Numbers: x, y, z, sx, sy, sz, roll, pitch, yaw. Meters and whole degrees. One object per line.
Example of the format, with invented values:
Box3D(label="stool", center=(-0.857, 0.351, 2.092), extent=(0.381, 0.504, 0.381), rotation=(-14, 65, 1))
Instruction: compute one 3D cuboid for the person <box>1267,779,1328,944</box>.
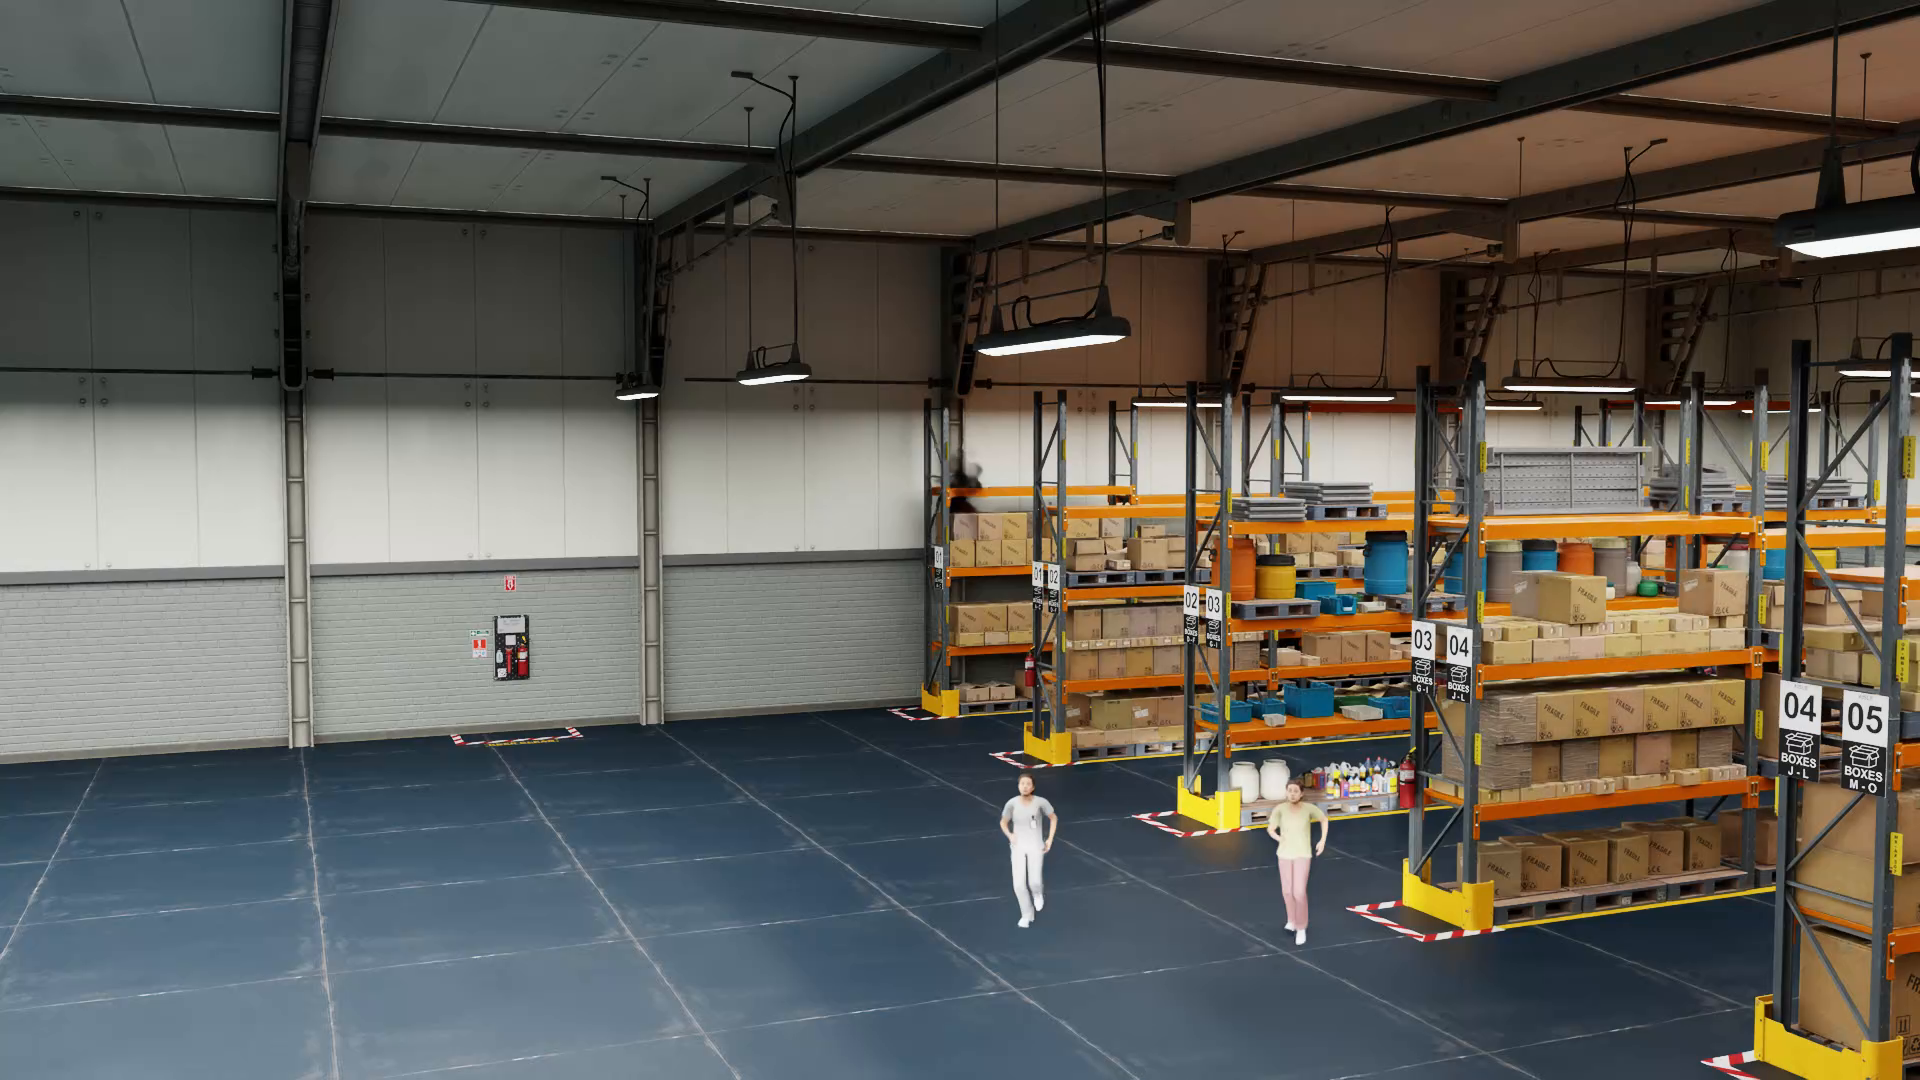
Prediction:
Box3D(label="person", center=(3.485, 3.329, 17.257), extent=(0.588, 1.717, 0.697), rotation=(1, 4, 22))

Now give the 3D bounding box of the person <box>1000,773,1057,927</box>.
Box3D(label="person", center=(0.721, 3.304, 17.767), extent=(0.601, 1.636, 0.578), rotation=(1, 3, 9))
